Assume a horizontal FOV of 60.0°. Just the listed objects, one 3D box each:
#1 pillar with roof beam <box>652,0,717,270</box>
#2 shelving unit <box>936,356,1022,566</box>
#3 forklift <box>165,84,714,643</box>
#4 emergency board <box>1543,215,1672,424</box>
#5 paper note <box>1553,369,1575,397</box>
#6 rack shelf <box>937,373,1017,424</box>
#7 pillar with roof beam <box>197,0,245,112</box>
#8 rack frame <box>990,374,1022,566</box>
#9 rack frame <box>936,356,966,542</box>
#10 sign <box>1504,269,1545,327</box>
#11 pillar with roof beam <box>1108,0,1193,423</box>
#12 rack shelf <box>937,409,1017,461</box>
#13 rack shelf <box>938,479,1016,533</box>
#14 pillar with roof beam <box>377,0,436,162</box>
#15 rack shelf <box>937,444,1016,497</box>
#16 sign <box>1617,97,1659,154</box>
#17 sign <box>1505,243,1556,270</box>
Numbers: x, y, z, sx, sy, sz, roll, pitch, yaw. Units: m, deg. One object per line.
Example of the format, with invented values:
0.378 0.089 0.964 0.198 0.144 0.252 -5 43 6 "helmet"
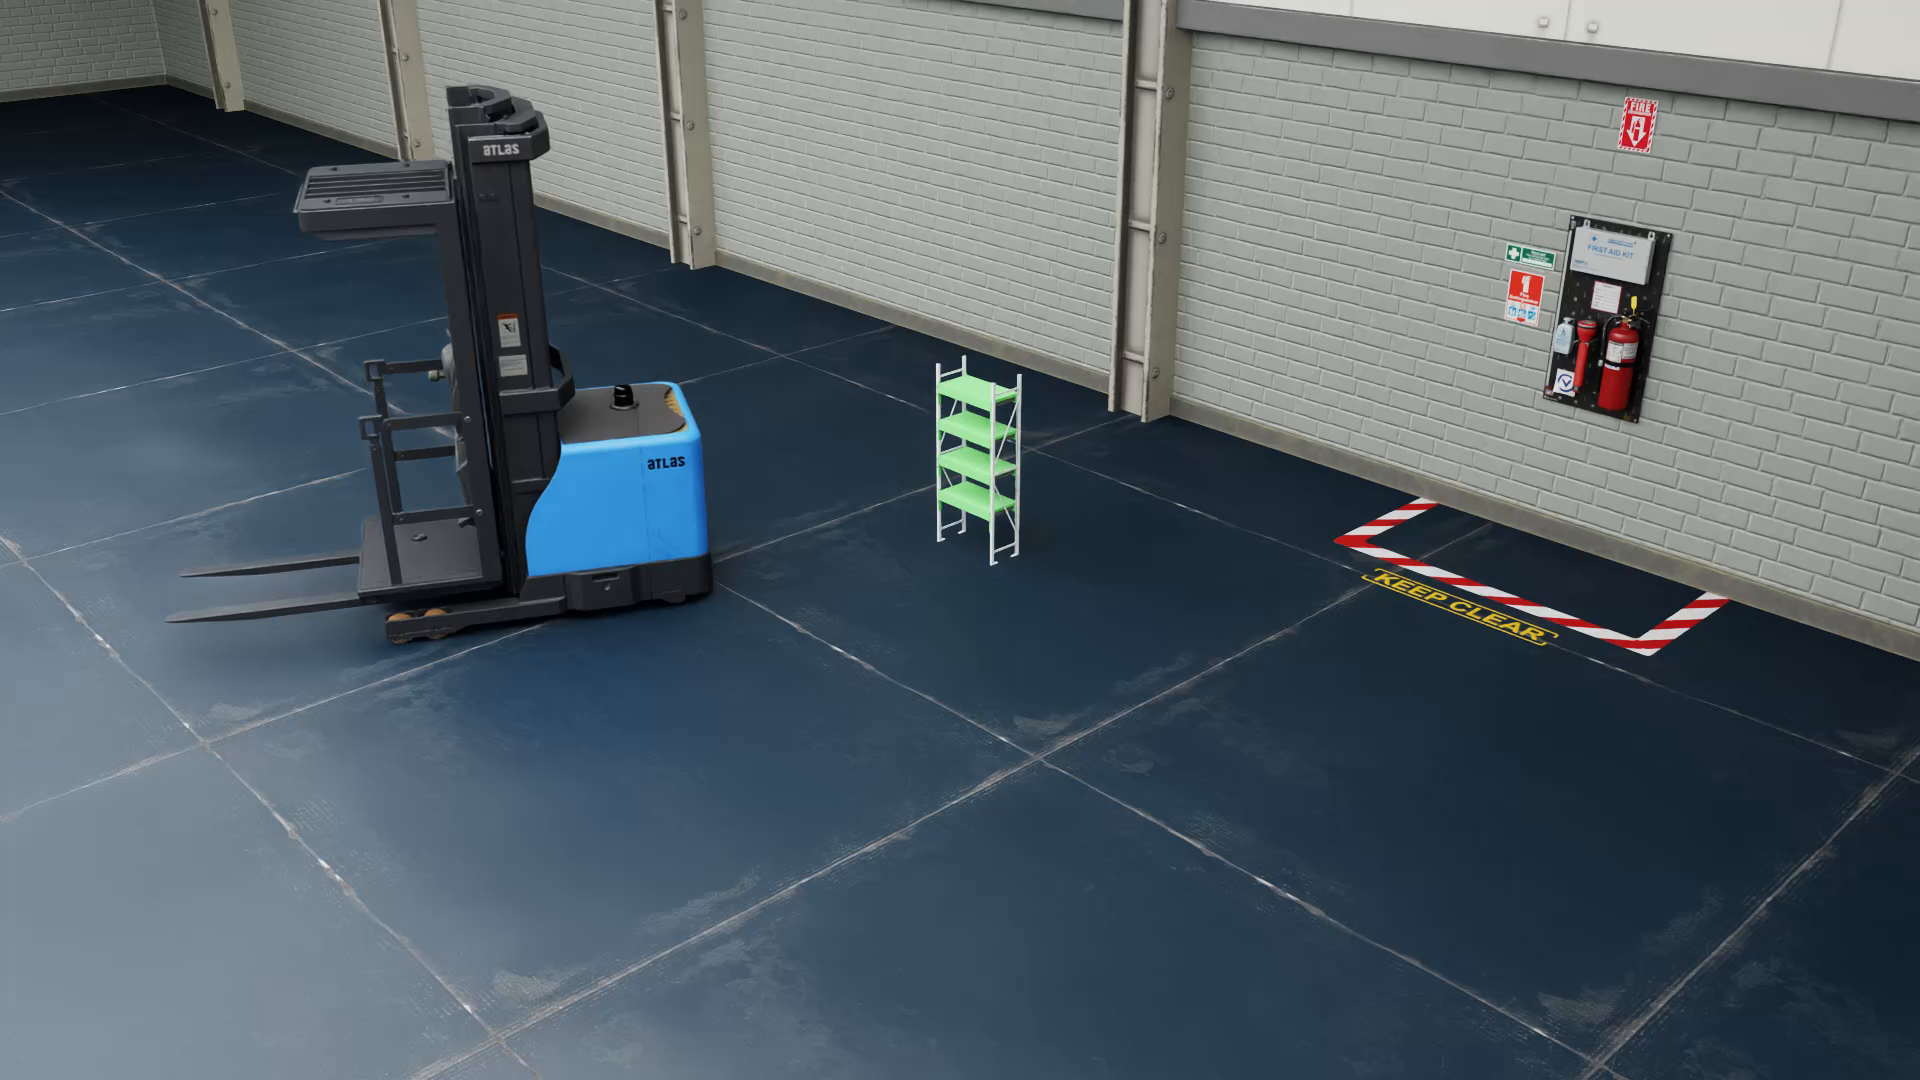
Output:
-5.845 -5.690 12.380 9.100 9.000 0.400 -21 32 -38 "pillar with roof beam"
0.113 -0.496 10.391 0.258 1.200 0.503 -21 32 -38 "shelving unit"
-3.054 -0.990 9.389 3.031 2.935 1.130 -7 25 -15 "forklift"
3.838 -1.306 9.998 0.194 1.169 0.643 -21 32 -38 "emergency board"
3.768 -0.978 10.341 0.016 0.148 0.142 -21 32 -38 "paper note"
0.113 -0.874 10.218 0.258 0.148 0.480 -21 32 -38 "rack shelf"
-14.047 -9.326 20.350 9.100 9.000 0.400 -21 32 -38 "pillar with roof beam"
0.280 -0.422 10.229 0.240 1.200 0.015 -21 32 -38 "rack frame"
-0.054 -0.570 10.553 0.240 1.200 0.015 -21 32 -38 "rack frame"
3.536 -1.519 10.422 0.001 0.329 0.234 -21 32 -38 "sign"
-1.744 -3.872 8.396 9.100 9.000 0.400 -21 32 -38 "pillar with roof beam"
0.113 -0.656 10.318 0.258 0.148 0.480 -21 32 -38 "rack shelf"
0.113 -0.219 10.517 0.258 0.148 0.480 -21 32 -38 "rack shelf"
-9.946 -7.508 16.365 9.100 9.000 0.400 -21 32 -38 "pillar with roof beam"
0.113 -0.438 10.418 0.258 0.148 0.480 -21 32 -38 "rack shelf"
3.905 -2.391 9.584 0.001 0.298 0.199 -21 32 -38 "sign"
3.532 -1.756 10.303 0.001 0.109 0.331 -21 32 -38 "sign"
